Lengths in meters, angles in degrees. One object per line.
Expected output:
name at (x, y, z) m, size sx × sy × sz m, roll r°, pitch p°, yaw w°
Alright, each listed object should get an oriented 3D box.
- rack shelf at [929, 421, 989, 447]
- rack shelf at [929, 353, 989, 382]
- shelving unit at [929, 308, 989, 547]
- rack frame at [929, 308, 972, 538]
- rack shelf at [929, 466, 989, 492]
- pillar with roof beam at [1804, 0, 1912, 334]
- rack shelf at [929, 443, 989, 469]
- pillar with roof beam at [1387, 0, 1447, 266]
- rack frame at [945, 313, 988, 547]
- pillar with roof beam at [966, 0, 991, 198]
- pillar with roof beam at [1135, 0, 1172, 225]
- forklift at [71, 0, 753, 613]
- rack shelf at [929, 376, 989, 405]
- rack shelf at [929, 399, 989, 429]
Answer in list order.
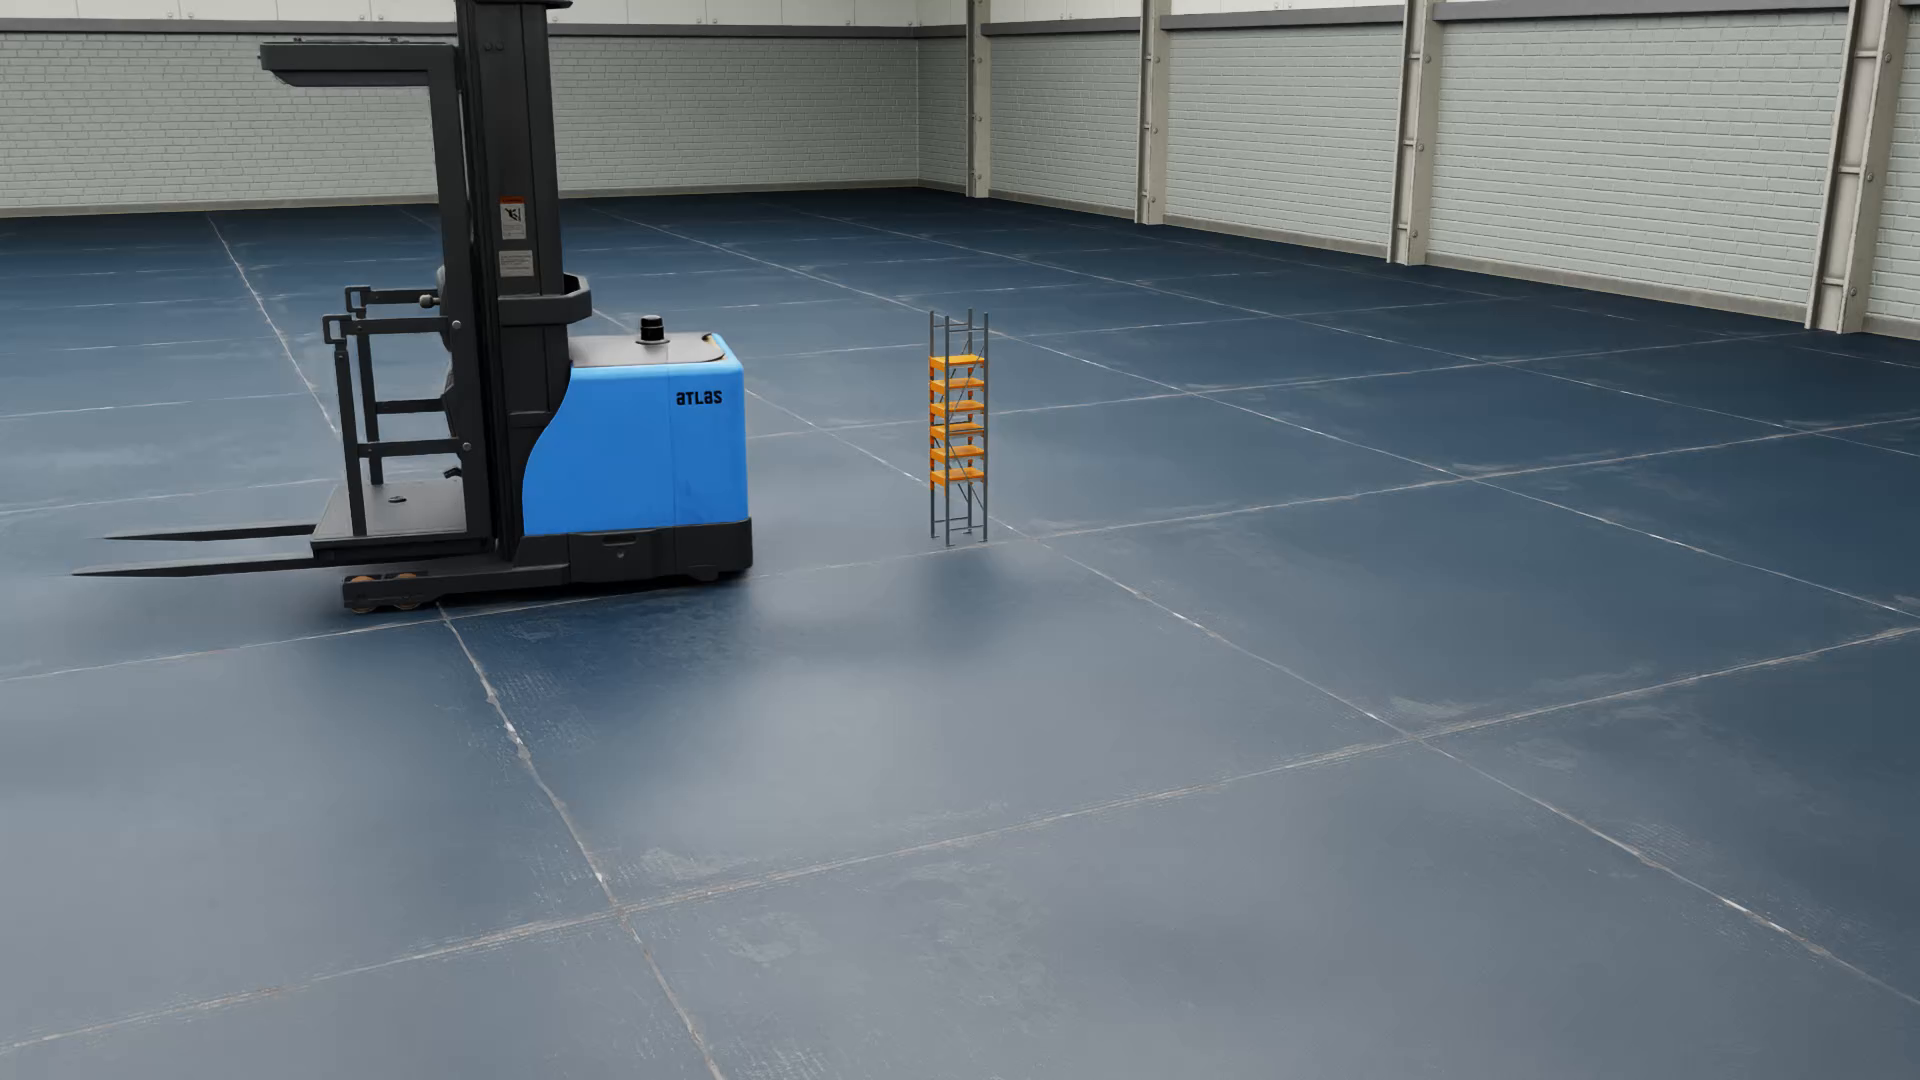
rack shelf at (-0.006, -0.538, 8.610) m, size 0.258 × 0.103 × 0.180 m, roll -8°, pitch 18°, yaw -25°
rack shelf at (-0.006, -0.884, 8.511) m, size 0.258 × 0.103 × 0.180 m, roll -8°, pitch 18°, yaw -25°
shelving unit at (-0.006, -0.580, 8.598) m, size 0.258 × 1.200 × 0.189 m, roll -8°, pitch 18°, yaw -25°
rack frame at (-0.046, -0.603, 8.677) m, size 0.240 × 1.200 × 0.006 m, roll -8°, pitch 18°, yaw -25°
rack shelf at (-0.006, -0.307, 8.676) m, size 0.258 × 0.103 × 0.180 m, roll -8°, pitch 18°, yaw -25°
pillar with roof beam at (4.352, -5.785, 12.595) m, size 9.100 × 9.000 × 0.400 m, roll -8°, pitch 18°, yaw -25°
rack shelf at (-0.006, -0.422, 8.643) m, size 0.258 × 0.103 × 0.180 m, roll -8°, pitch 18°, yaw -25°
pillar with roof beam at (1.723, -7.273, 17.780) m, size 9.100 × 9.000 × 0.400 m, roll -8°, pitch 18°, yaw -25°
rack frame at (0.034, -0.558, 8.519) m, size 0.240 × 1.200 × 0.006 m, roll -8°, pitch 18°, yaw -25°
pillar with roof beam at (-3.534, -10.248, 28.148) m, size 9.100 × 9.000 × 0.400 m, roll -8°, pitch 18°, yaw -25°
pillar with roof beam at (-0.905, -8.760, 22.964) m, size 9.100 × 9.000 × 0.400 m, roll -8°, pitch 18°, yaw -25°
forklift at (-2.580, -1.236, 7.742) m, size 3.031 × 2.935 × 1.130 m, roll -4°, pitch 16°, yaw -14°
rack shelf at (-0.006, -0.768, 8.544) m, size 0.258 × 0.103 × 0.180 m, roll -8°, pitch 18°, yaw -25°
rack shelf at (-0.006, -0.653, 8.577) m, size 0.258 × 0.103 × 0.180 m, roll -8°, pitch 18°, yaw -25°
